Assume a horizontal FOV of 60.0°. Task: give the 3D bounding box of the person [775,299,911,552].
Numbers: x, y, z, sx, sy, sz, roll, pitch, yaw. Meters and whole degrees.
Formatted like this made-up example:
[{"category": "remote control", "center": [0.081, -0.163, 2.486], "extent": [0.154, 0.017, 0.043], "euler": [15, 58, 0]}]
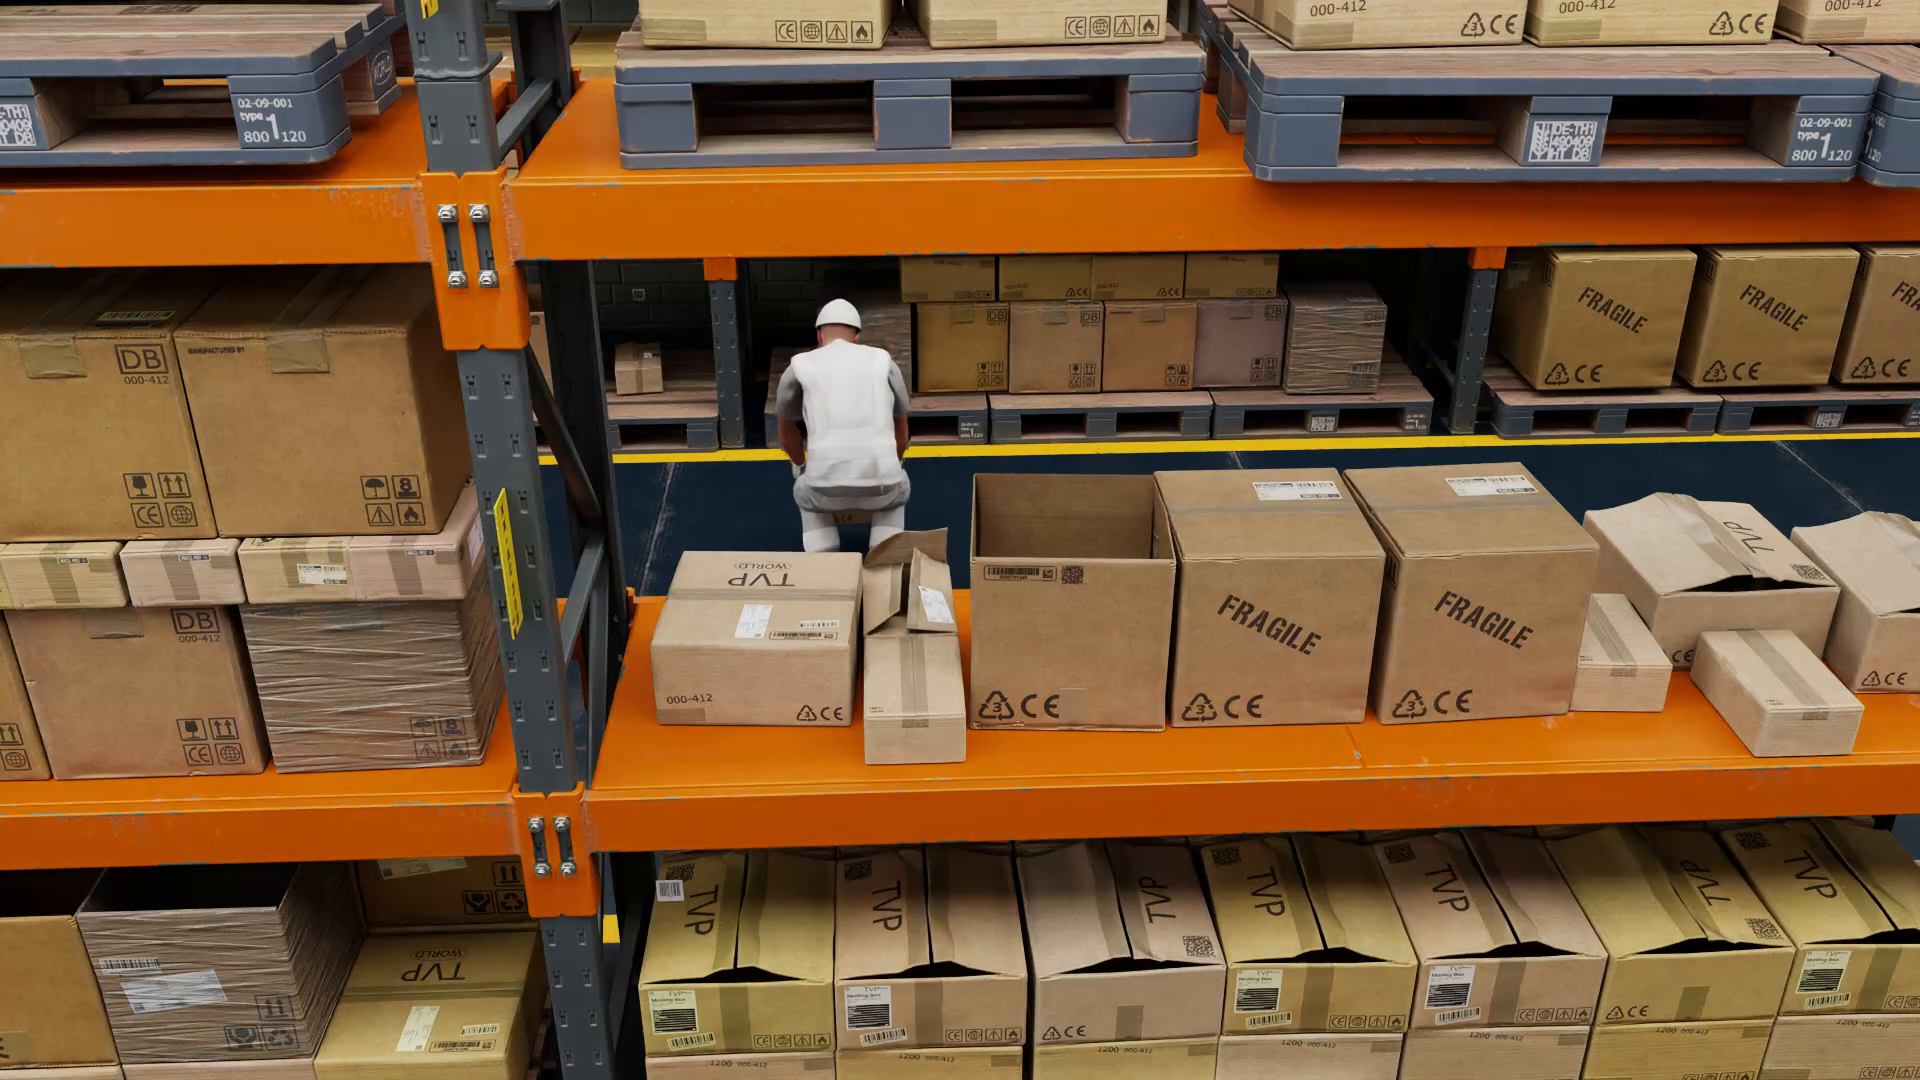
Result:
[{"category": "person", "center": [-0.511, -0.345, 7.301], "extent": [0.585, 1.295, 0.816], "euler": [-1, 27, -3]}]
